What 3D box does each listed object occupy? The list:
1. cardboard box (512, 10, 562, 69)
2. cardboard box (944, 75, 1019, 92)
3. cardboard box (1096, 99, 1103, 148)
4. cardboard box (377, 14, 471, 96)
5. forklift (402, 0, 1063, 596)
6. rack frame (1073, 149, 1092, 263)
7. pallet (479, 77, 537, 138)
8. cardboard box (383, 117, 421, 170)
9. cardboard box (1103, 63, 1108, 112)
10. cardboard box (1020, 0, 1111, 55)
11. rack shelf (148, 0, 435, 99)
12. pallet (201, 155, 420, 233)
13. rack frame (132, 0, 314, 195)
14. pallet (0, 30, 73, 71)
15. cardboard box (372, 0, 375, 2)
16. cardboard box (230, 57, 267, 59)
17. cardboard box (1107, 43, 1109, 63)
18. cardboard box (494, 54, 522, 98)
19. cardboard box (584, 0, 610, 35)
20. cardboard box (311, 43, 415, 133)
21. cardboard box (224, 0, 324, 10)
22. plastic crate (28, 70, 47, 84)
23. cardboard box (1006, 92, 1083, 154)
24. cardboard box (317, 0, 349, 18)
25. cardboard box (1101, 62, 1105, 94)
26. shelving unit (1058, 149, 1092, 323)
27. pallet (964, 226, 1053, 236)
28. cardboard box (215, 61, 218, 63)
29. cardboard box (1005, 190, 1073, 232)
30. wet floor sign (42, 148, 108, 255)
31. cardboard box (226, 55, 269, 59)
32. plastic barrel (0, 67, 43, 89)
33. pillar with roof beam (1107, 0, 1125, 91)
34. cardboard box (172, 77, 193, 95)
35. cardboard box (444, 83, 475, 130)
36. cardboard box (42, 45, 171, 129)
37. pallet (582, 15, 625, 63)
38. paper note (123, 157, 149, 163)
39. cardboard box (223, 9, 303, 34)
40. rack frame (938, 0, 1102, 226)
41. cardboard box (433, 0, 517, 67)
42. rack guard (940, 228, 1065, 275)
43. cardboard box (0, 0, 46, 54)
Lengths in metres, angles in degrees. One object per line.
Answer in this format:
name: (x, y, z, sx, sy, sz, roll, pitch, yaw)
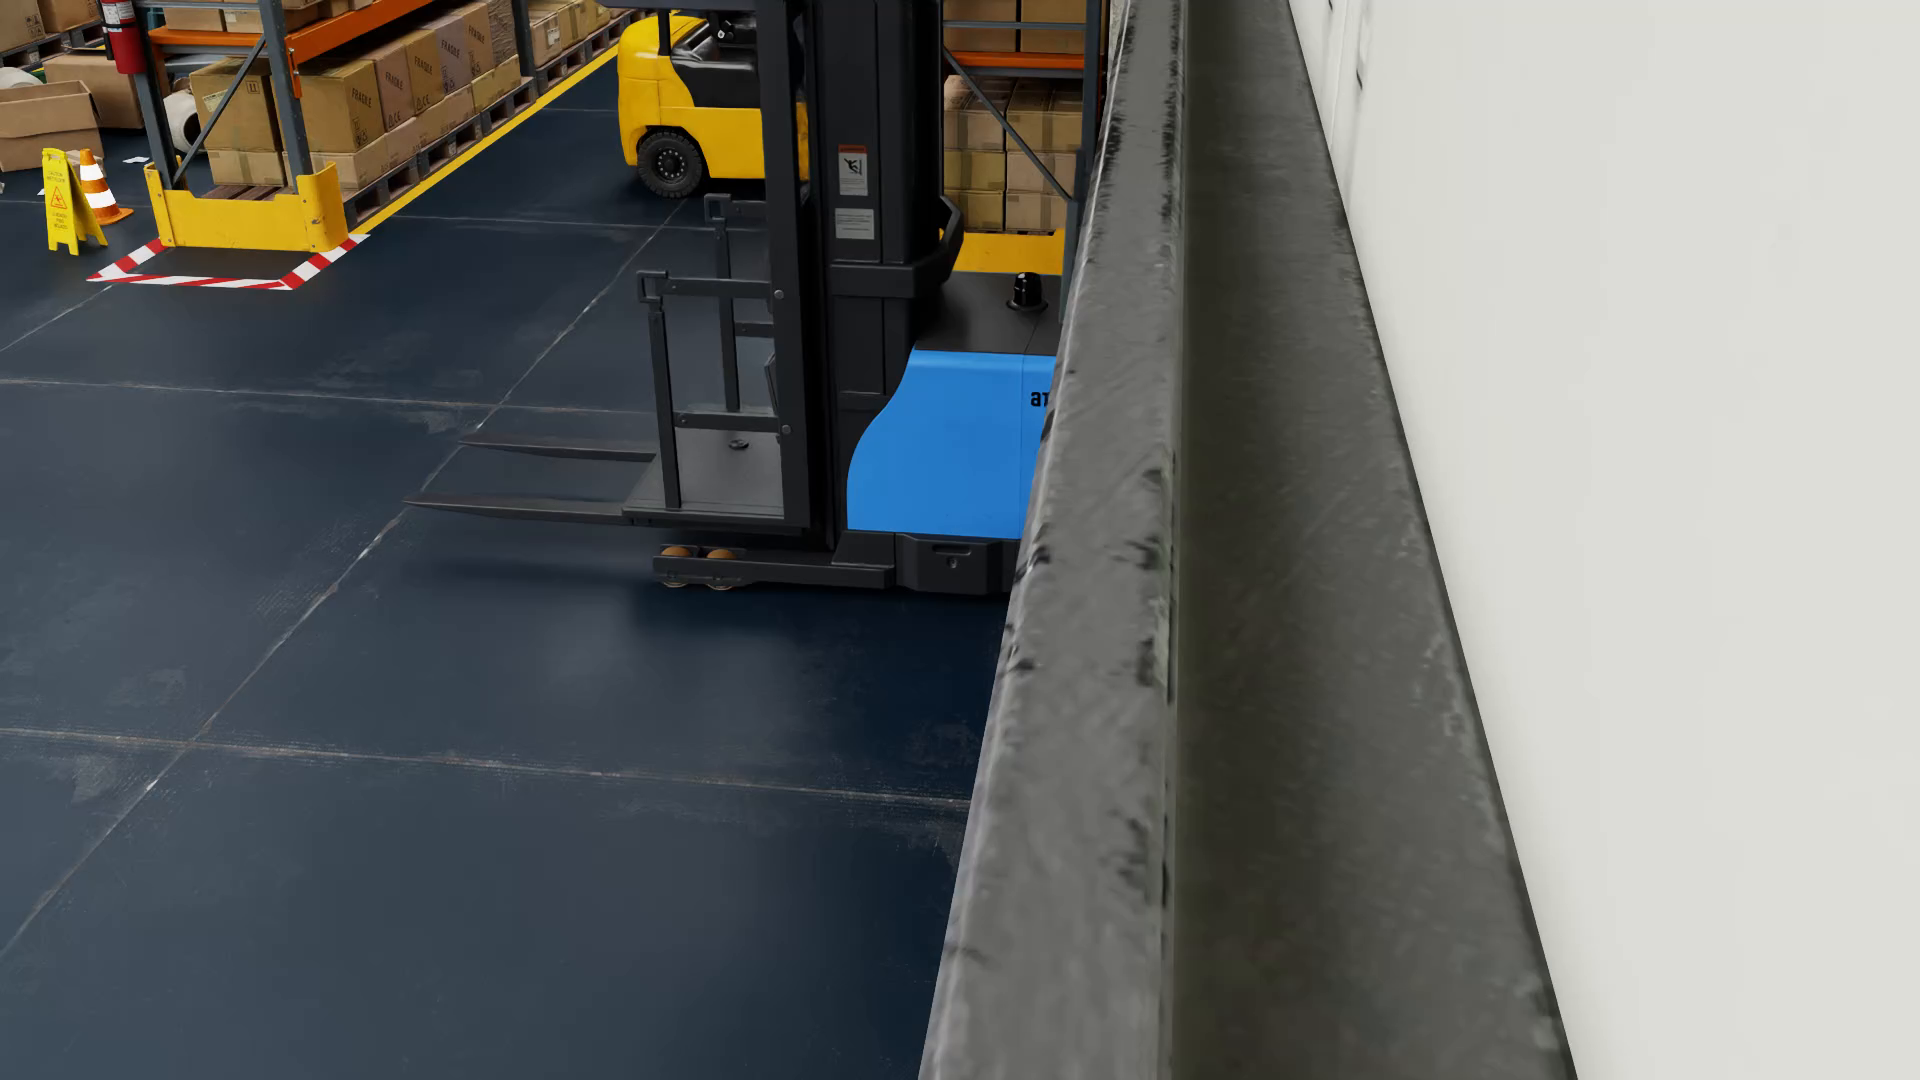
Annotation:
cardboard box: (-4.067, -4.400, 14.582, 0.950, 0.372, 0.625, 4, 29, 7)
cardboard box: (0.112, -2.845, 10.771, 0.500, 0.250, 0.500, 4, 29, 7)
cardboard box: (0.698, -2.838, 11.284, 0.500, 0.250, 0.500, 4, 29, 7)
cardboard box: (-4.057, -3.655, 12.538, 0.500, 0.500, 0.500, 5, 29, 9)
forklift: (-0.836, -1.326, 6.621, 3.031, 2.935, 1.130, 3, 28, 6)
rack frame: (0.722, -0.997, 7.530, 0.500, 1.500, 0.032, 5, 24, 4)
pallet: (-4.176, -3.579, 13.671, 1.003, 0.211, 1.213, 3, 28, 6)
cardboard box: (-4.175, -2.820, 11.778, 0.500, 0.250, 0.500, 4, 29, 8)
cardboard box: (0.831, -3.310, 12.161, 0.500, 0.250, 0.500, 3, 28, 6)
cardboard box: (0.644, -3.216, 9.952, 0.500, 0.500, 0.500, 4, 29, 8)
rack shelf: (-4.374, -3.867, 12.023, 1.077, 0.370, 4.000, 3, 28, 6)
pallet: (-4.475, -2.430, 11.539, 1.003, 0.211, 1.213, 3, 28, 6)
rack frame: (-4.619, -3.242, 10.105, 1.000, 3.000, 0.127, 3, 28, 6)
pallet: (-9.034, -4.505, 15.389, 1.003, 0.211, 1.213, 3, 28, 6)
cardboard box: (-4.167, -3.760, 11.331, 0.380, 0.149, 0.250, 4, 29, 8)
cardboard box: (-4.719, -3.185, 11.664, 0.500, 0.500, 0.500, 4, 29, 8)
cardboard box: (0.883, -3.770, 12.488, 0.500, 0.250, 0.500, 3, 28, 5)
cardboard box: (-3.934, -3.805, 13.607, 0.500, 0.250, 0.500, 5, 29, 9)
cardboard box: (-3.899, -5.066, 15.818, 0.950, 0.372, 0.625, 4, 29, 8)
cardboard box: (-4.183, -3.168, 11.633, 0.500, 0.500, 0.500, 2, 28, 4)
cardboard box: (-4.285, -3.624, 10.395, 0.500, 0.500, 0.500, 3, 28, 5)
plastic crate: (-7.775, -3.994, 14.406, 0.450, 0.188, 0.662, 9, 28, 37)
cardboard box: (0.555, -2.585, 10.288, 0.500, 0.250, 0.500, 3, 28, 5)
cardboard box: (-4.242, -3.519, 10.884, 0.380, 0.149, 0.250, 2, 28, 5)
cardboard box: (0.754, -3.296, 11.607, 0.500, 0.250, 0.500, 3, 28, 5)
shelving unit: (0.673, -0.795, 7.076, 0.587, 1.500, 1.083, 5, 24, 4)
pallet: (0.360, -2.090, 10.907, 1.003, 0.211, 1.213, 3, 28, 6)
cardboard box: (-5.610, -3.600, 13.403, 0.500, 0.500, 0.500, -24, 36, -37)
cardboard box: (0.562, -2.149, 10.533, 0.500, 0.250, 0.500, 3, 29, 6)
wet floor sign: (-5.704, -2.178, 10.613, 0.267, 0.644, 0.232, 14, 31, 24)
cardboard box: (-4.801, -3.401, 11.382, 0.380, 0.149, 0.250, 4, 29, 8)
plastic barrel: (-7.670, -3.608, 13.500, 0.421, 0.421, 0.512, -24, 36, -37)
pillar with roof beam: (-3.720, -3.298, 3.883, 9.100, 9.000, 0.400, 3, 28, 6)
cardboard box: (-6.359, -3.662, 13.768, 0.258, 0.266, 0.396, -17, 33, -29)
cardboard box: (-4.056, -3.315, 12.697, 0.500, 0.250, 0.500, 4, 29, 7)
cardboard box: (-6.810, -3.617, 13.291, 0.797, 0.637, 0.503, 3, 28, 6)
pallet: (-3.888, -4.840, 16.011, 1.003, 0.211, 1.213, 3, 28, 6)
paper note: (-6.225, -2.882, 12.579, 0.148, 0.019, 0.142, 14, 31, 24)
cardboard box: (-4.372, -3.279, 10.439, 0.380, 0.149, 0.250, 3, 29, 6)
rack frame: (0.308, -2.955, 9.573, 1.000, 3.000, 0.127, 3, 28, 6)
cardboard box: (-3.935, -4.135, 13.429, 0.500, 0.500, 0.500, 3, 28, 5)
rack guard: (0.305, -1.843, 10.145, 1.175, 0.500, 0.348, 3, 28, 6)
cardboard box: (-9.067, -4.857, 15.032, 1.050, 0.750, 0.750, 3, 28, 6)
